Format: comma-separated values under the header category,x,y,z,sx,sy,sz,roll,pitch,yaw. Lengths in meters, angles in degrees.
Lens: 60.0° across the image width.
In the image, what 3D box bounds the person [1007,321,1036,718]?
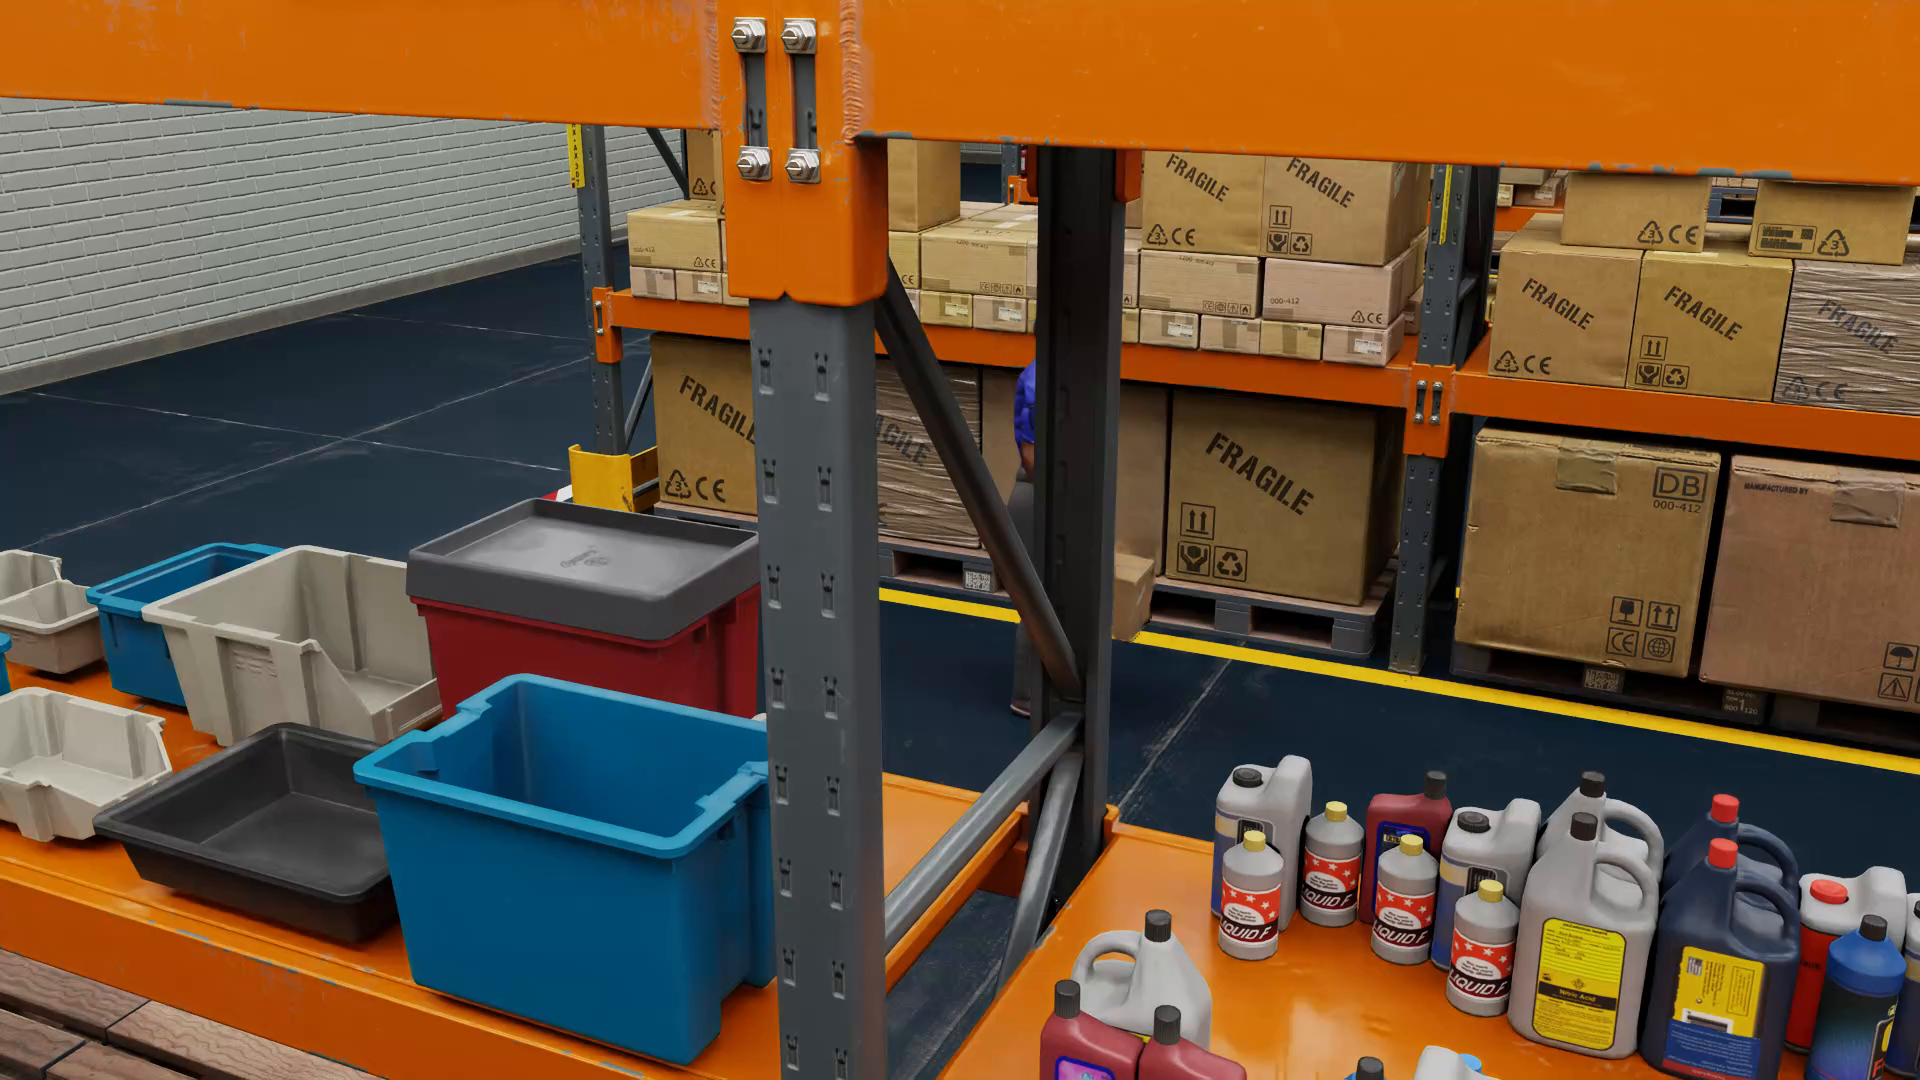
category,x,y,z,sx,sy,sz,roll,pitch,yaw
person,0.373,-0.133,6.449,0.345,1.659,0.494,8,21,21
